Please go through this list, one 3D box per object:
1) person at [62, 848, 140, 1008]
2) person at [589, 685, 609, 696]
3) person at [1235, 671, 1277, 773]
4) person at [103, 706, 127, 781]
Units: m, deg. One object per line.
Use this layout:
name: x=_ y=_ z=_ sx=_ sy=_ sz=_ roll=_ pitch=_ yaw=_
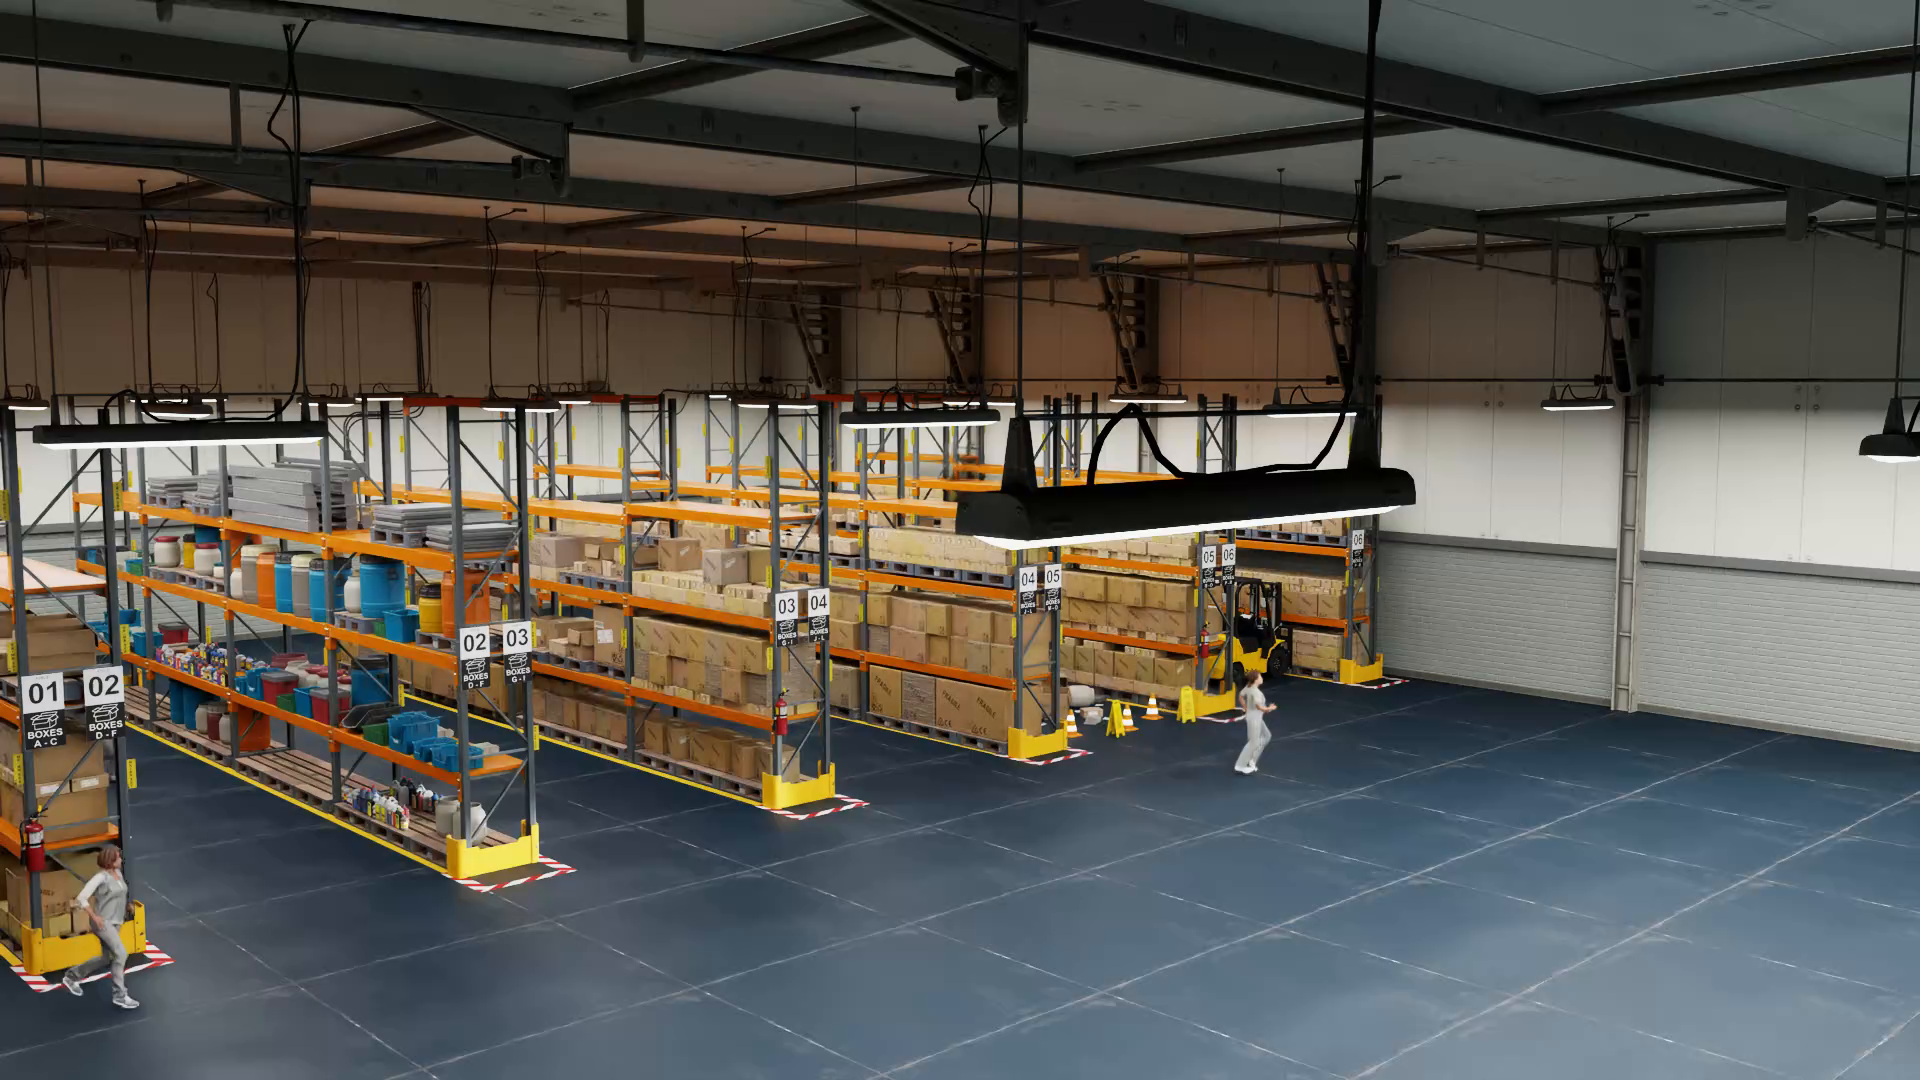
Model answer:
person: x=-8.716 y=3.926 z=16.916 sx=0.795 sy=1.578 sz=0.557 roll=0 pitch=6 yaw=-3
person: x=-6.929 y=2.406 z=32.303 sx=0.574 sy=1.639 sz=0.585 roll=-5 pitch=7 yaw=-41
person: x=4.746 y=2.915 z=26.705 sx=0.656 sy=1.668 sz=0.599 roll=0 pitch=6 yaw=0
person: x=-13.402 y=2.977 z=26.221 sx=0.561 sy=1.649 sz=0.574 roll=4 pitch=7 yaw=37
